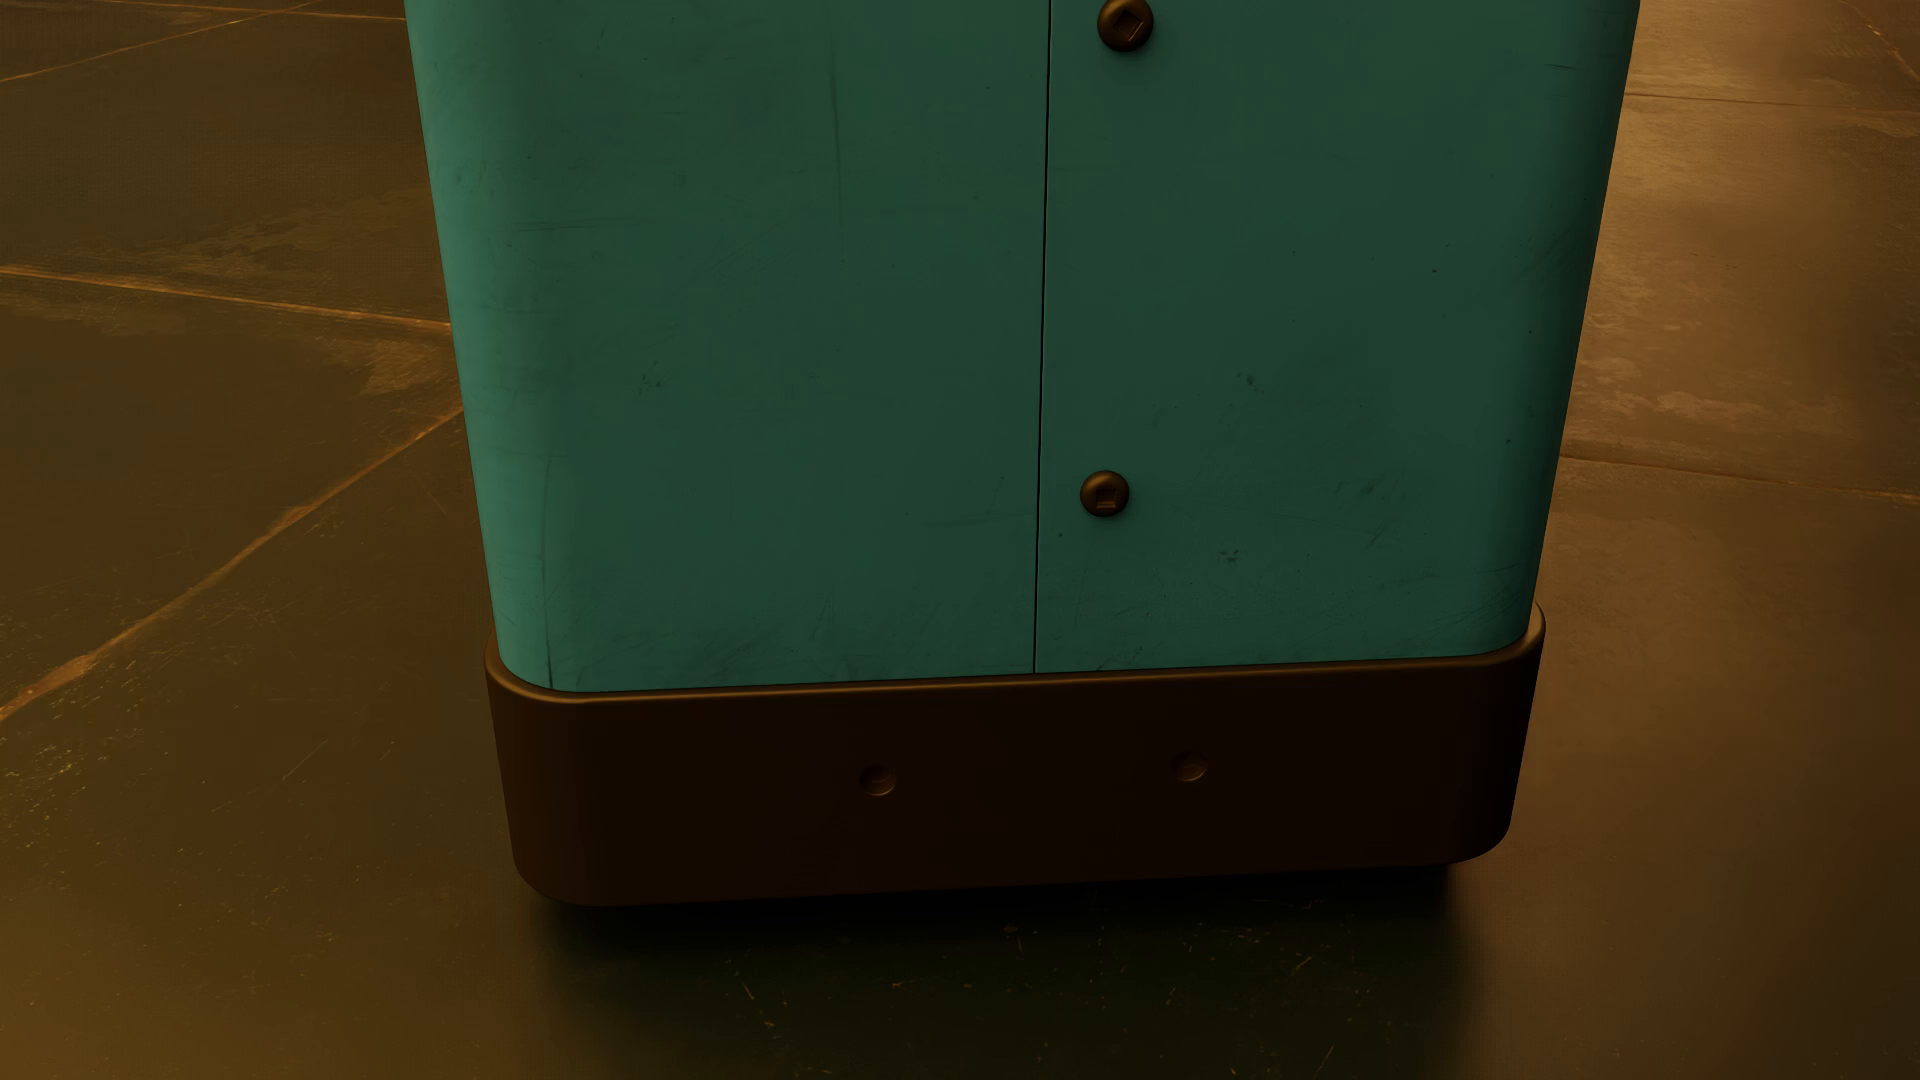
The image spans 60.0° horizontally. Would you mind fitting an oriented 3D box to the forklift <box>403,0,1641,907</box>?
[{"bbox_3d":[-0.048,-1.581,2.374,1.130,2.935,3.031,-2,27,-4],"label":"forklift"}]
